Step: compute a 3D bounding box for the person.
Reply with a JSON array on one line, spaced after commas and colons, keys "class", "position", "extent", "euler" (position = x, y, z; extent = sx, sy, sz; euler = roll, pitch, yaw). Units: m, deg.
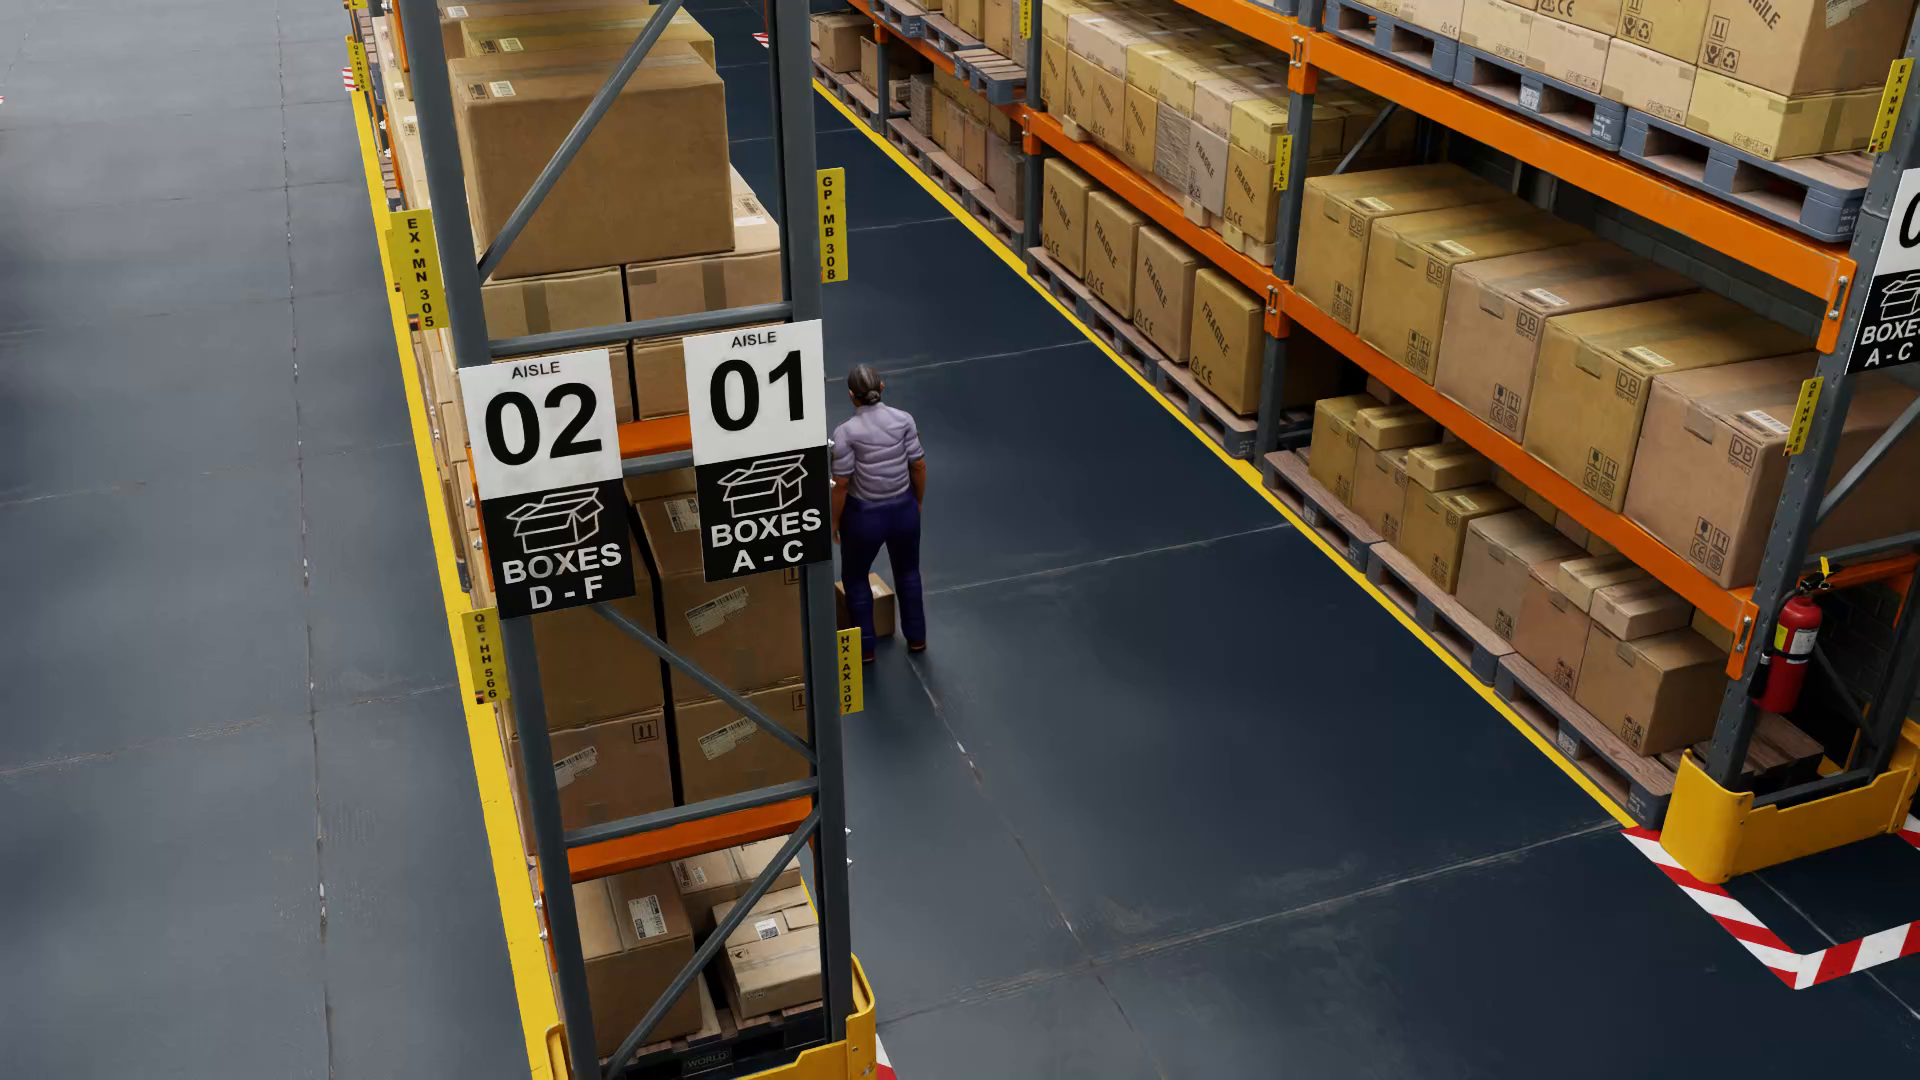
[{"class": "person", "position": [-0.412, -0.125, 8.566], "extent": [0.557, 1.647, 0.372], "euler": [-12, 32, -21]}]
